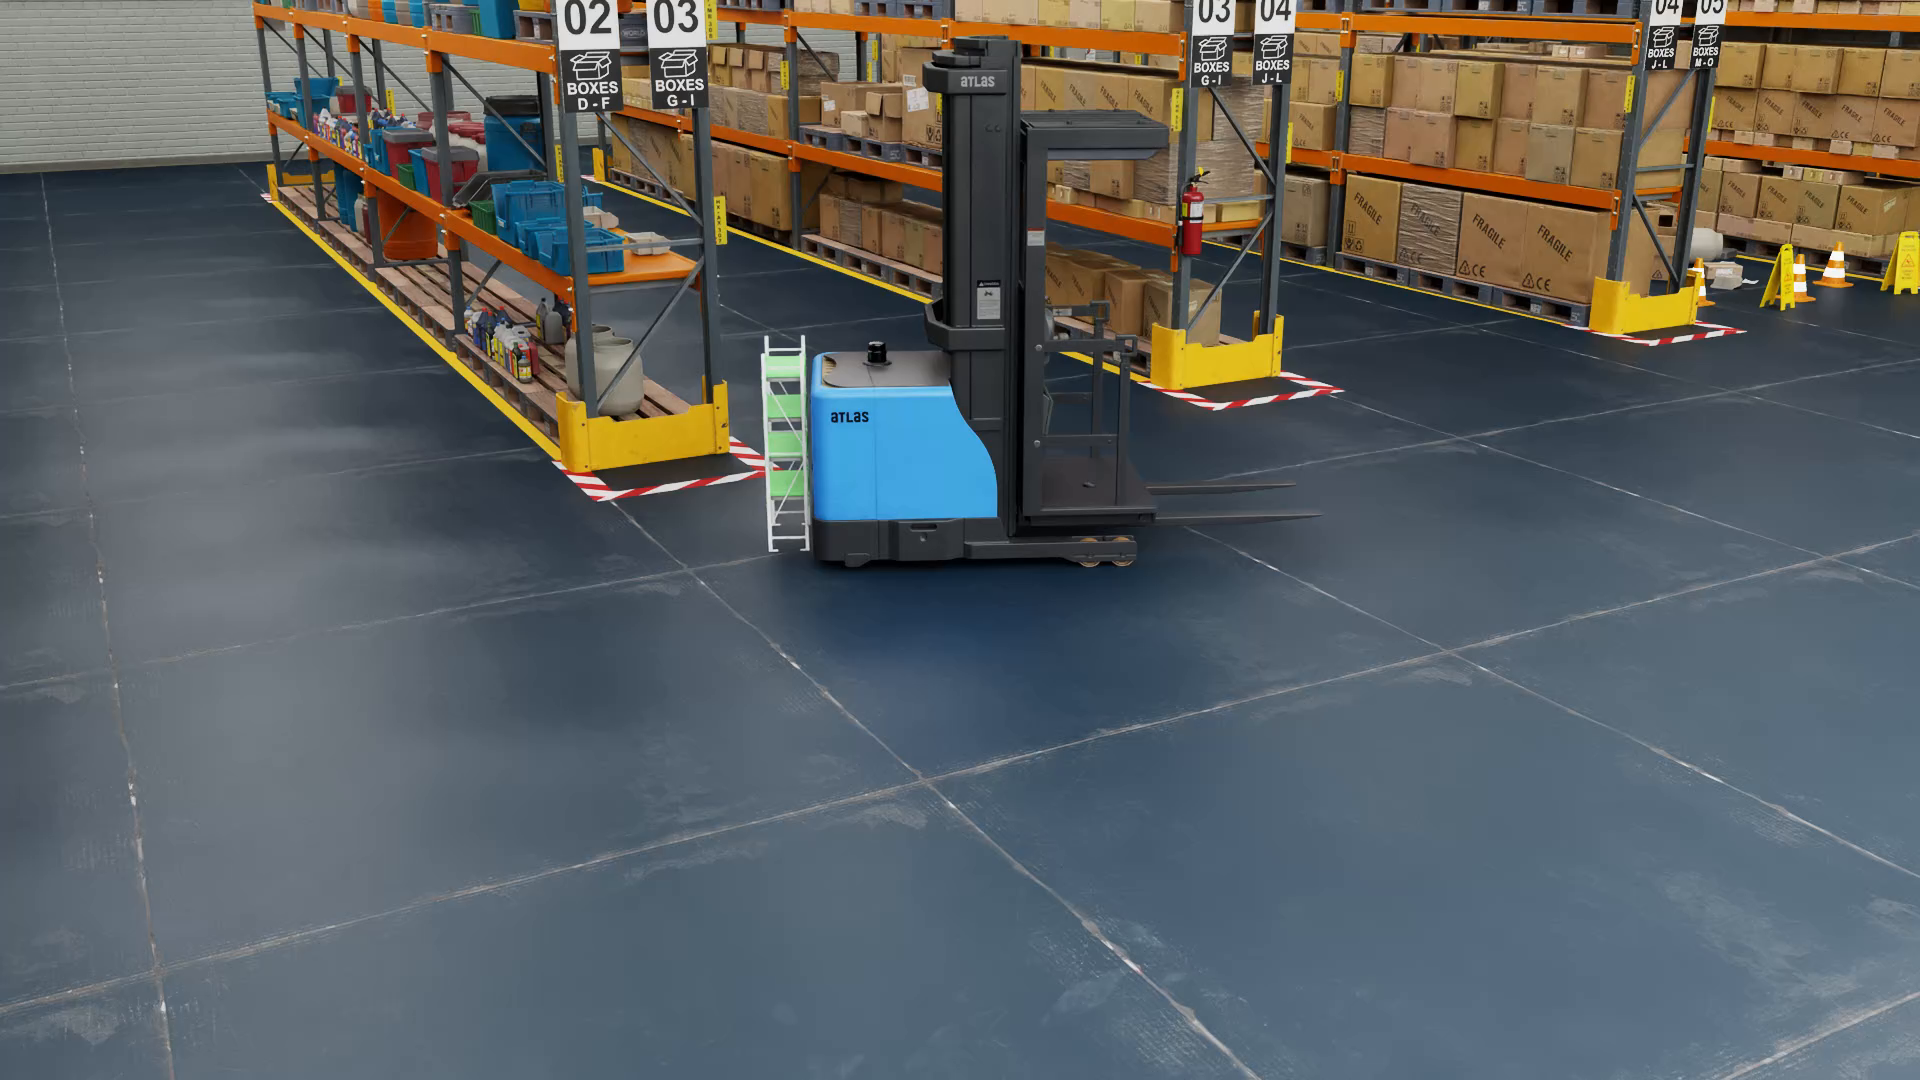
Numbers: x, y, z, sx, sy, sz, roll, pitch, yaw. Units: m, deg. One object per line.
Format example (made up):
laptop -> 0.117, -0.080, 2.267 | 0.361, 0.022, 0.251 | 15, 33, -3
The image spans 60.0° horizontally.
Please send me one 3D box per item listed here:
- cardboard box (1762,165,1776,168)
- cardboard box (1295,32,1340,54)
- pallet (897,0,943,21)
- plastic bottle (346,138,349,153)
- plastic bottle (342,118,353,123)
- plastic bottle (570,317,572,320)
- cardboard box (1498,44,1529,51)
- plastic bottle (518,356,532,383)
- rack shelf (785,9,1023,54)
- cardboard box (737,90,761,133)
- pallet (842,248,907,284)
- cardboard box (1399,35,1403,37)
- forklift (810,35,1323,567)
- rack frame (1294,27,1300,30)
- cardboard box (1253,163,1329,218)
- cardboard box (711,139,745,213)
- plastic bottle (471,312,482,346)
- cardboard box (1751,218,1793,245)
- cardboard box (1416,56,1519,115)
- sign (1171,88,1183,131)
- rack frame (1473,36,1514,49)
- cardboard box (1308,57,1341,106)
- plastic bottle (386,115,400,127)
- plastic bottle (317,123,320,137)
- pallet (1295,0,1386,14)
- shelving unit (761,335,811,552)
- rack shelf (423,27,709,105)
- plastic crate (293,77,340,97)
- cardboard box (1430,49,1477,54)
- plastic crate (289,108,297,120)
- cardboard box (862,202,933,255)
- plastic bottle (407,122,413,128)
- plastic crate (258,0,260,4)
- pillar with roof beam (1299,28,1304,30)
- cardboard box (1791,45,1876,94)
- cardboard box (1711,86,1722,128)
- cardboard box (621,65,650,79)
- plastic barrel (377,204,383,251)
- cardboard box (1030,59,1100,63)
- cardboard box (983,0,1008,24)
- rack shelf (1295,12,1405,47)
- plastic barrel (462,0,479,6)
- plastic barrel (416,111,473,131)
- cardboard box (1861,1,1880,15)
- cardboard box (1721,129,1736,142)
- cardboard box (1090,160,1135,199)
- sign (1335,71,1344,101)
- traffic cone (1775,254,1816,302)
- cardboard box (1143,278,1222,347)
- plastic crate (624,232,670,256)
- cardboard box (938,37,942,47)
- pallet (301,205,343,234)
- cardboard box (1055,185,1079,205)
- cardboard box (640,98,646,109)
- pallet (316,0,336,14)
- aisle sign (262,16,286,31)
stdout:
cardboard box -> 9.786, -4.428, 20.786 | 0.500, 0.500, 0.500 | -10, 21, -26
cardboard box -> 5.685, -7.808, 26.474 | 0.500, 0.500, 0.500 | -11, 22, -28
pallet -> 0.105, -5.436, 16.977 | 1.213, 0.211, 1.003 | -10, 21, -27
plastic bottle -> -6.901, -4.493, 18.857 | 0.097, 0.201, 0.097 | 0, 19, 0
plastic bottle -> -7.395, -4.950, 20.068 | 0.152, 0.276, 0.135 | -10, 21, -27
plastic bottle -> -3.250, -1.814, 14.176 | 0.144, 0.351, 0.185 | -10, 21, -27
cardboard box -> 9.872, -8.438, 29.191 | 0.700, 0.500, 0.500 | -10, 21, -26
plastic bottle -> -3.413, -1.342, 13.039 | 0.097, 0.201, 0.097 | 0, 19, 0
rack shelf -> -0.645, -5.565, 18.166 | 1.077, 0.370, 4.000 | -10, 21, -27
cardboard box -> -2.528, -5.505, 21.333 | 0.500, 0.500, 0.500 | -11, 22, -28
pallet -> -0.650, -3.169, 18.992 | 1.003, 0.211, 1.213 | -10, 21, -27
cardboard box -> 6.863, -7.437, 25.399 | 0.500, 0.500, 0.500 | -10, 21, -26
forklift -> 0.629, -1.400, 9.696 | 3.031, 2.935, 1.130 | -1, 19, -4
rack frame -> 5.227, -7.745, 27.978 | 1.000, 3.000, 0.127 | -10, 21, -27
cardboard box -> 3.889, -4.230, 20.595 | 1.050, 0.750, 0.750 | -10, 21, -27
cardboard box -> -2.748, -4.967, 22.541 | 1.225, 0.875, 0.875 | -11, 22, -29
plastic bottle -> -4.111, -1.819, 14.305 | 0.152, 0.276, 0.135 | -9, 21, -25
cardboard box -> 9.812, -3.689, 19.794 | 0.500, 0.250, 0.500 | -11, 22, -29
cardboard box -> 5.361, -4.807, 17.577 | 0.875, 0.550, 0.550 | -10, 21, -27
sign -> 1.706, -3.382, 13.073 | 0.100, 0.325, 0.005 | -10, 21, -27
rack frame -> 9.594, -8.515, 30.209 | 1.000, 3.000, 0.127 | -10, 21, -27
cardboard box -> 4.477, -5.314, 19.247 | 0.700, 0.500, 0.500 | -10, 22, -28
plastic bottle -> -6.676, -4.828, 19.600 | 0.144, 0.351, 0.185 | -10, 21, -27
plastic bottle -> -7.920, -5.109, 20.643 | 0.097, 0.201, 0.097 | 0, 19, 0
pallet -> 4.239, -6.236, 19.299 | 0.805, 0.209, 1.217 | -11, 22, -29
shelving unit -> -1.039, -0.582, 9.979 | 0.258, 1.200, 0.503 | -1, 19, -4
rack shelf -> -3.105, -3.650, 12.615 | 1.077, 0.370, 4.000 | -10, 21, -27
plastic crate -> -9.429, -6.569, 24.423 | 0.616, 0.435, 0.499 | -10, 21, -27
cardboard box -> 7.137, -6.818, 24.039 | 0.500, 0.500, 0.500 | -11, 22, -28
plastic crate -> -8.945, -5.800, 22.653 | 0.293, 0.136, 0.466 | -10, 21, -27
cardboard box -> -0.709, -3.580, 19.065 | 0.700, 0.500, 0.500 | -8, 21, -22
plastic bottle -> -6.454, -4.777, 19.574 | 0.097, 0.271, 0.097 | 0, 19, 0
plastic crate -> -9.815, -7.794, 23.720 | 0.497, 0.269, 0.590 | -10, 21, -27
pillar with roof beam -> 3.418, -12.746, 33.273 | 9.100, 9.000, 0.400 | -10, 21, -27
cardboard box -> 9.924, -5.350, 18.896 | 0.700, 0.500, 0.500 | -10, 22, -27
cardboard box -> 9.248, -5.326, 20.359 | 0.500, 0.500, 0.500 | -10, 21, -27
cardboard box -> -4.915, -7.311, 25.346 | 0.500, 0.500, 0.500 | -11, 22, -28
plastic barrel -> -6.548, -3.603, 19.145 | 0.421, 0.512, 0.421 | 0, 19, 0
cardboard box -> 0.999, -4.344, 15.980 | 0.500, 0.500, 0.500 | -10, 21, -27
cardboard box -> 0.549, -4.941, 15.482 | 0.500, 0.250, 0.500 | -10, 22, -27
rack shelf -> 3.768, -6.305, 20.308 | 1.077, 0.370, 4.000 | -10, 21, -27
plastic barrel -> -3.676, -4.697, 13.135 | 0.600, 0.901, 0.708 | -10, 21, -27
plastic barrel -> -5.467, -4.273, 17.706 | 0.600, 0.536, 0.708 | -10, 21, -27
cardboard box -> 10.205, -5.889, 18.387 | 0.380, 0.149, 0.250 | -10, 21, -26
cardboard box -> 9.453, -4.905, 20.134 | 0.380, 0.149, 0.250 | -10, 21, -27
cardboard box -> 1.624, -3.240, 14.313 | 0.875, 0.500, 0.500 | -10, 21, -27
sign -> 4.245, -5.076, 18.589 | 0.100, 0.325, 0.005 | -10, 21, -27
traffic cone -> 8.771, -2.755, 17.406 | 0.336, 0.463, 0.334 | -10, 21, -27
cardboard box -> 1.922, -1.964, 14.413 | 0.500, 0.500, 0.500 | -6, 20, -17
plastic crate -> -2.297, -2.180, 12.255 | 0.298, 0.136, 0.250 | -10, 21, -27
cardboard box -> -0.023, -7.999, 26.573 | 0.500, 0.500, 0.500 | -9, 21, -25
pallet -> -8.237, -4.330, 22.355 | 1.003, 0.211, 1.213 | -10, 21, -27
cardboard box -> 1.082, -3.111, 14.932 | 0.380, 0.149, 0.250 | -10, 21, -27
cardboard box -> -4.538, -6.497, 24.746 | 0.380, 0.149, 0.250 | -10, 22, -28
pallet -> -6.854, -6.236, 19.297 | 1.003, 0.211, 1.213 | -10, 21, -27
aisle sign -> -10.048, -7.795, 24.136 | 0.394, 0.787, 0.004 | -10, 21, -27
